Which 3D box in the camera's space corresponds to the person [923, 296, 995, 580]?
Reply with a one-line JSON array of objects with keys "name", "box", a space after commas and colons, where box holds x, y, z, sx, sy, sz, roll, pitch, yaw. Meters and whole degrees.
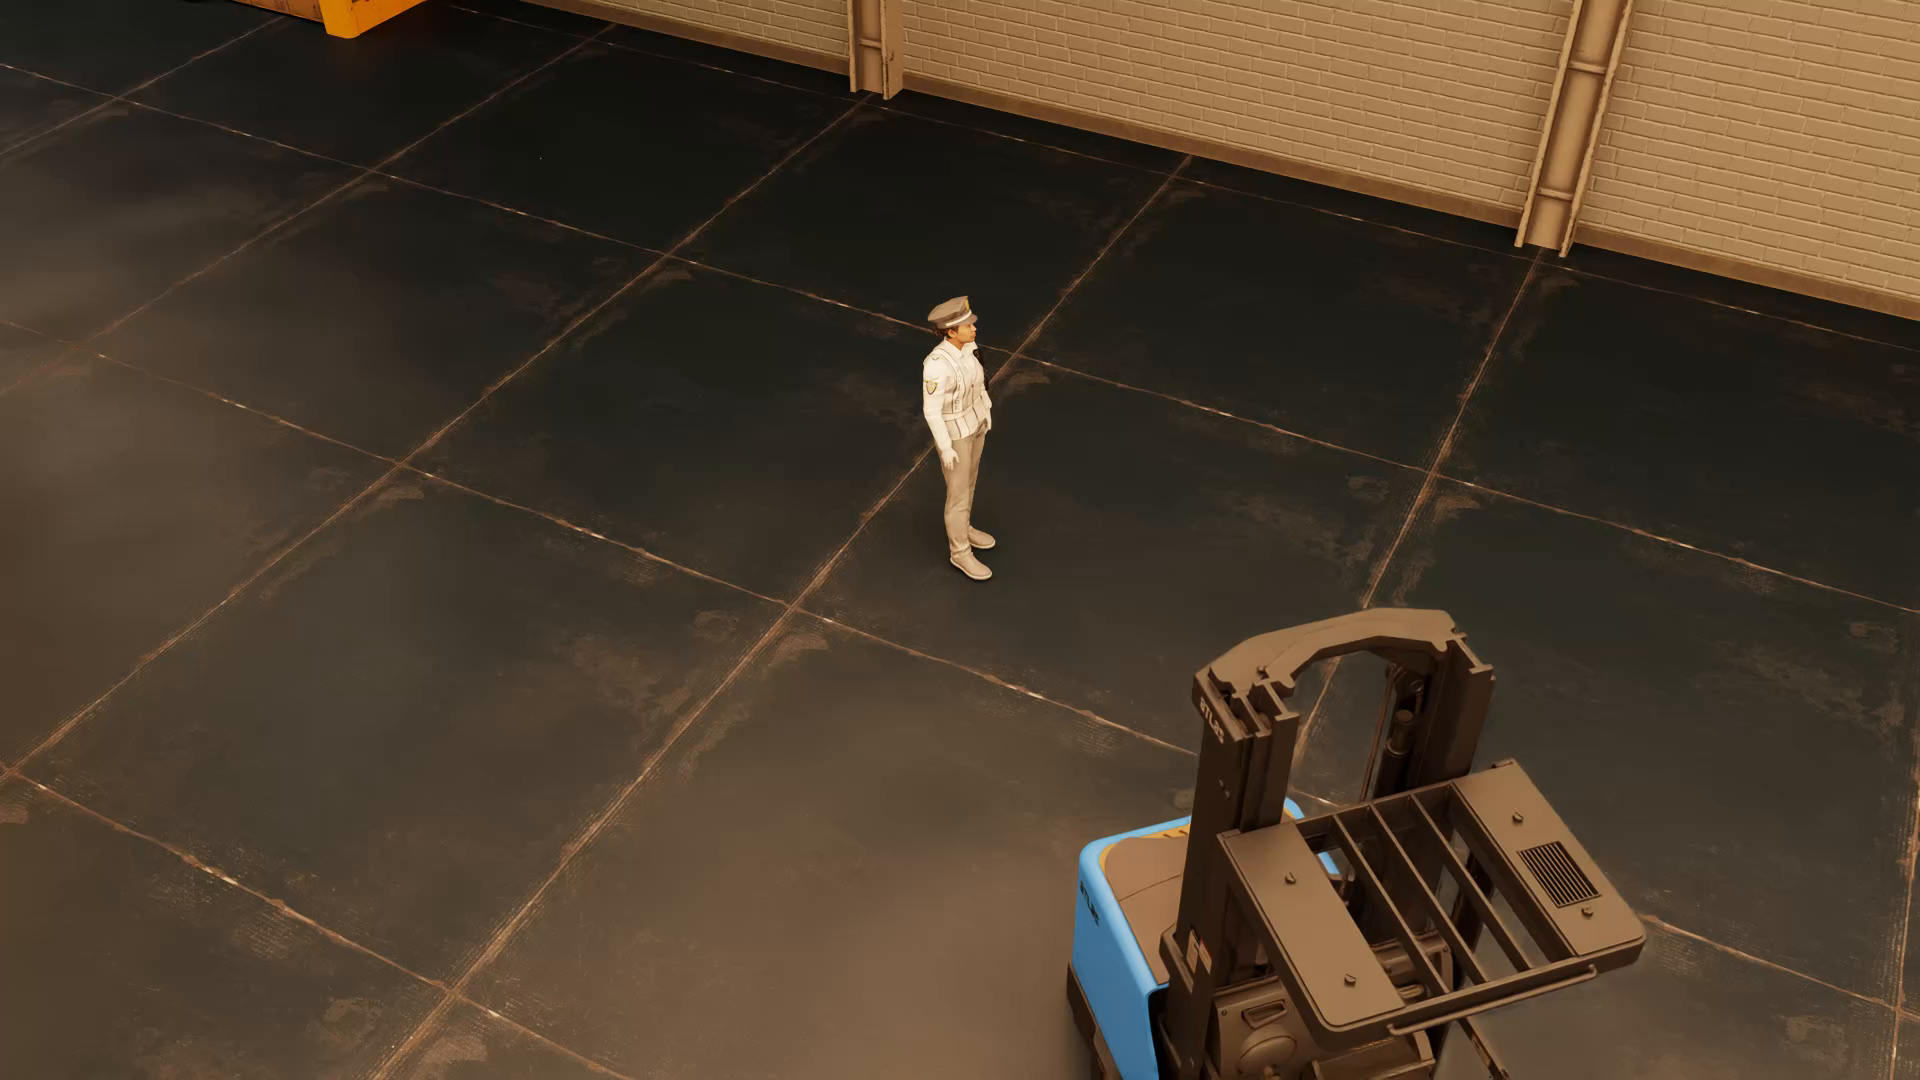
[{"name": "person", "box": [0.056, -0.630, 9.683, 0.533, 1.696, 0.588, 18, 43, 21]}]

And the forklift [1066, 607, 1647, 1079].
[{"name": "forklift", "box": [1.423, 1.802, 5.847, 1.130, 2.935, 3.031, -12, 41, -13]}]
